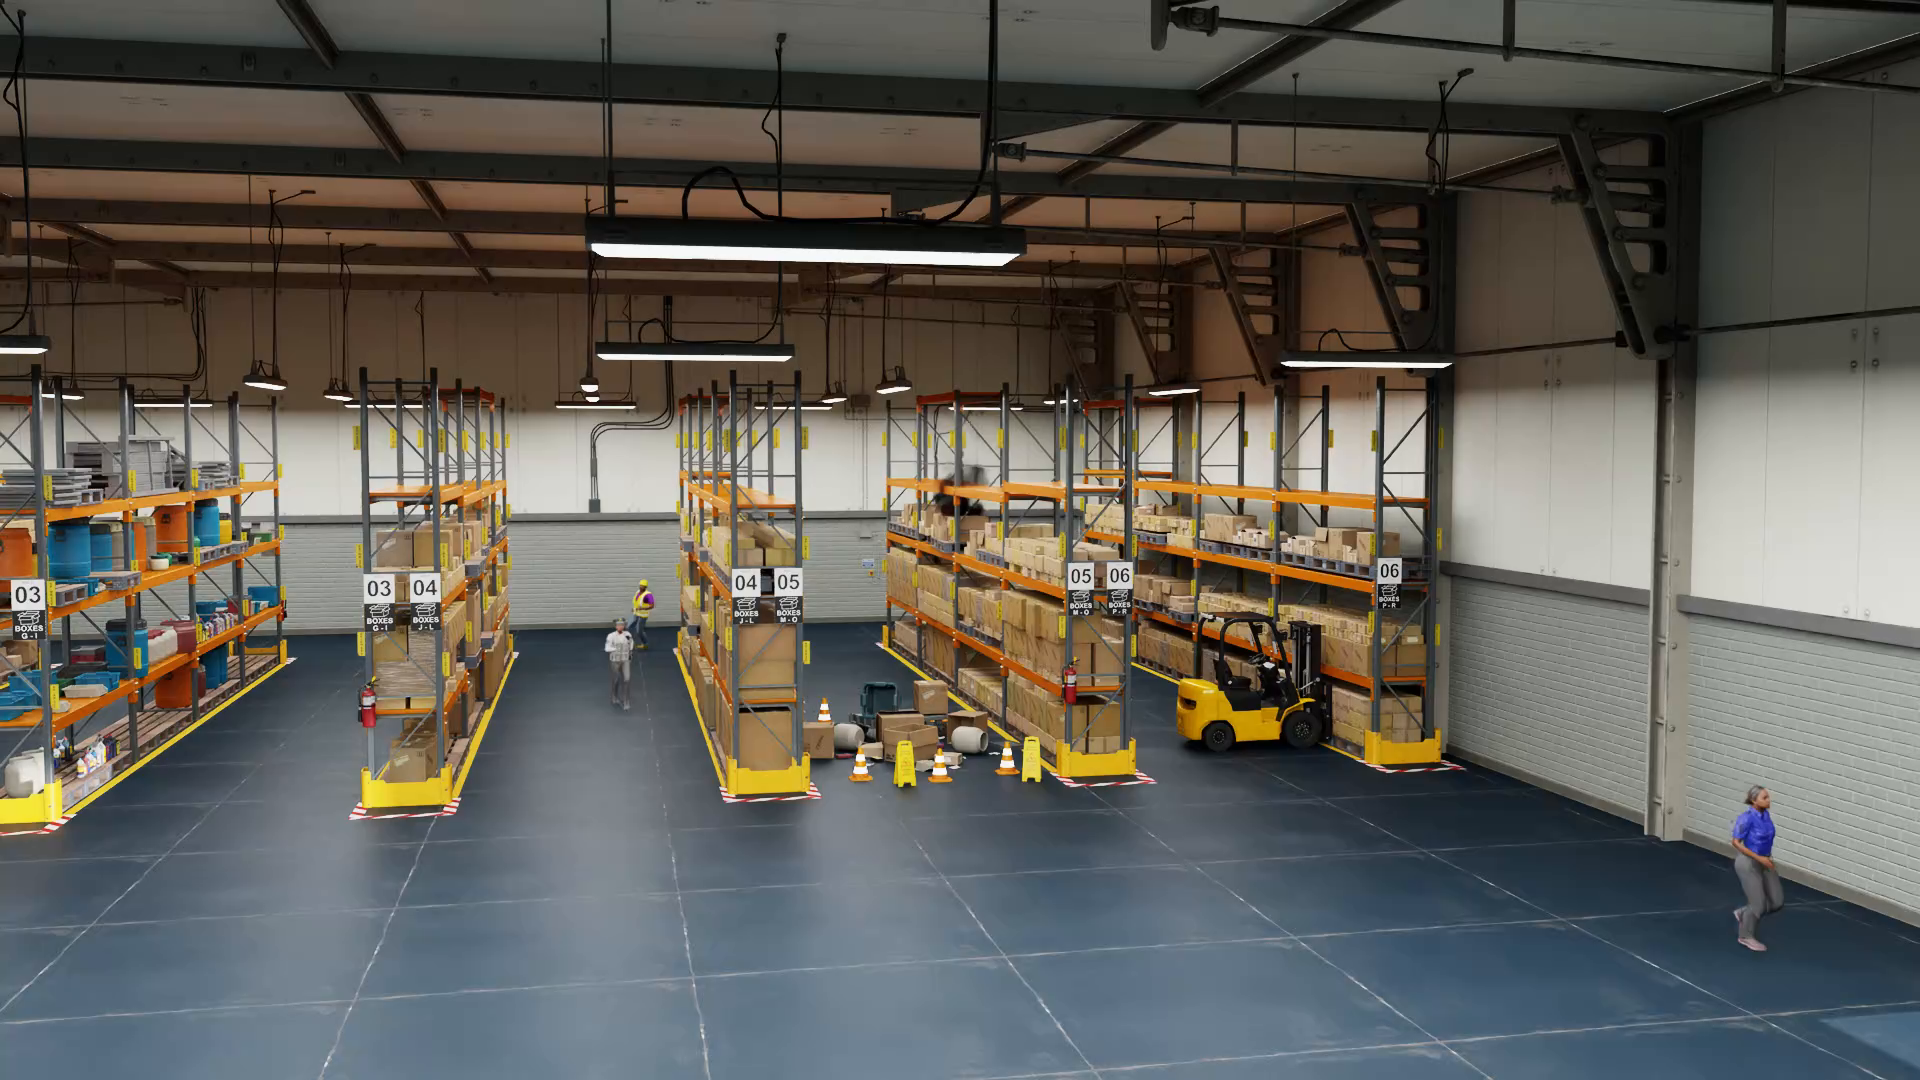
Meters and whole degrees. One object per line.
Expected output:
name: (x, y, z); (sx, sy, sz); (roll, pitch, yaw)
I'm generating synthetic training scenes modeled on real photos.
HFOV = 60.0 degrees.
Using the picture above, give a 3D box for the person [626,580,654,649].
person: (-7.587, 1.817, 39.549); (0.802, 1.767, 0.725); (3, 4, 40)

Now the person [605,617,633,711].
person: (-6.375, 2.303, 31.176); (0.557, 1.737, 0.816); (-1, 4, -18)

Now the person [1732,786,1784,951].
person: (7.830, 3.222, 16.366); (0.581, 1.621, 0.553); (-2, 4, -31)
